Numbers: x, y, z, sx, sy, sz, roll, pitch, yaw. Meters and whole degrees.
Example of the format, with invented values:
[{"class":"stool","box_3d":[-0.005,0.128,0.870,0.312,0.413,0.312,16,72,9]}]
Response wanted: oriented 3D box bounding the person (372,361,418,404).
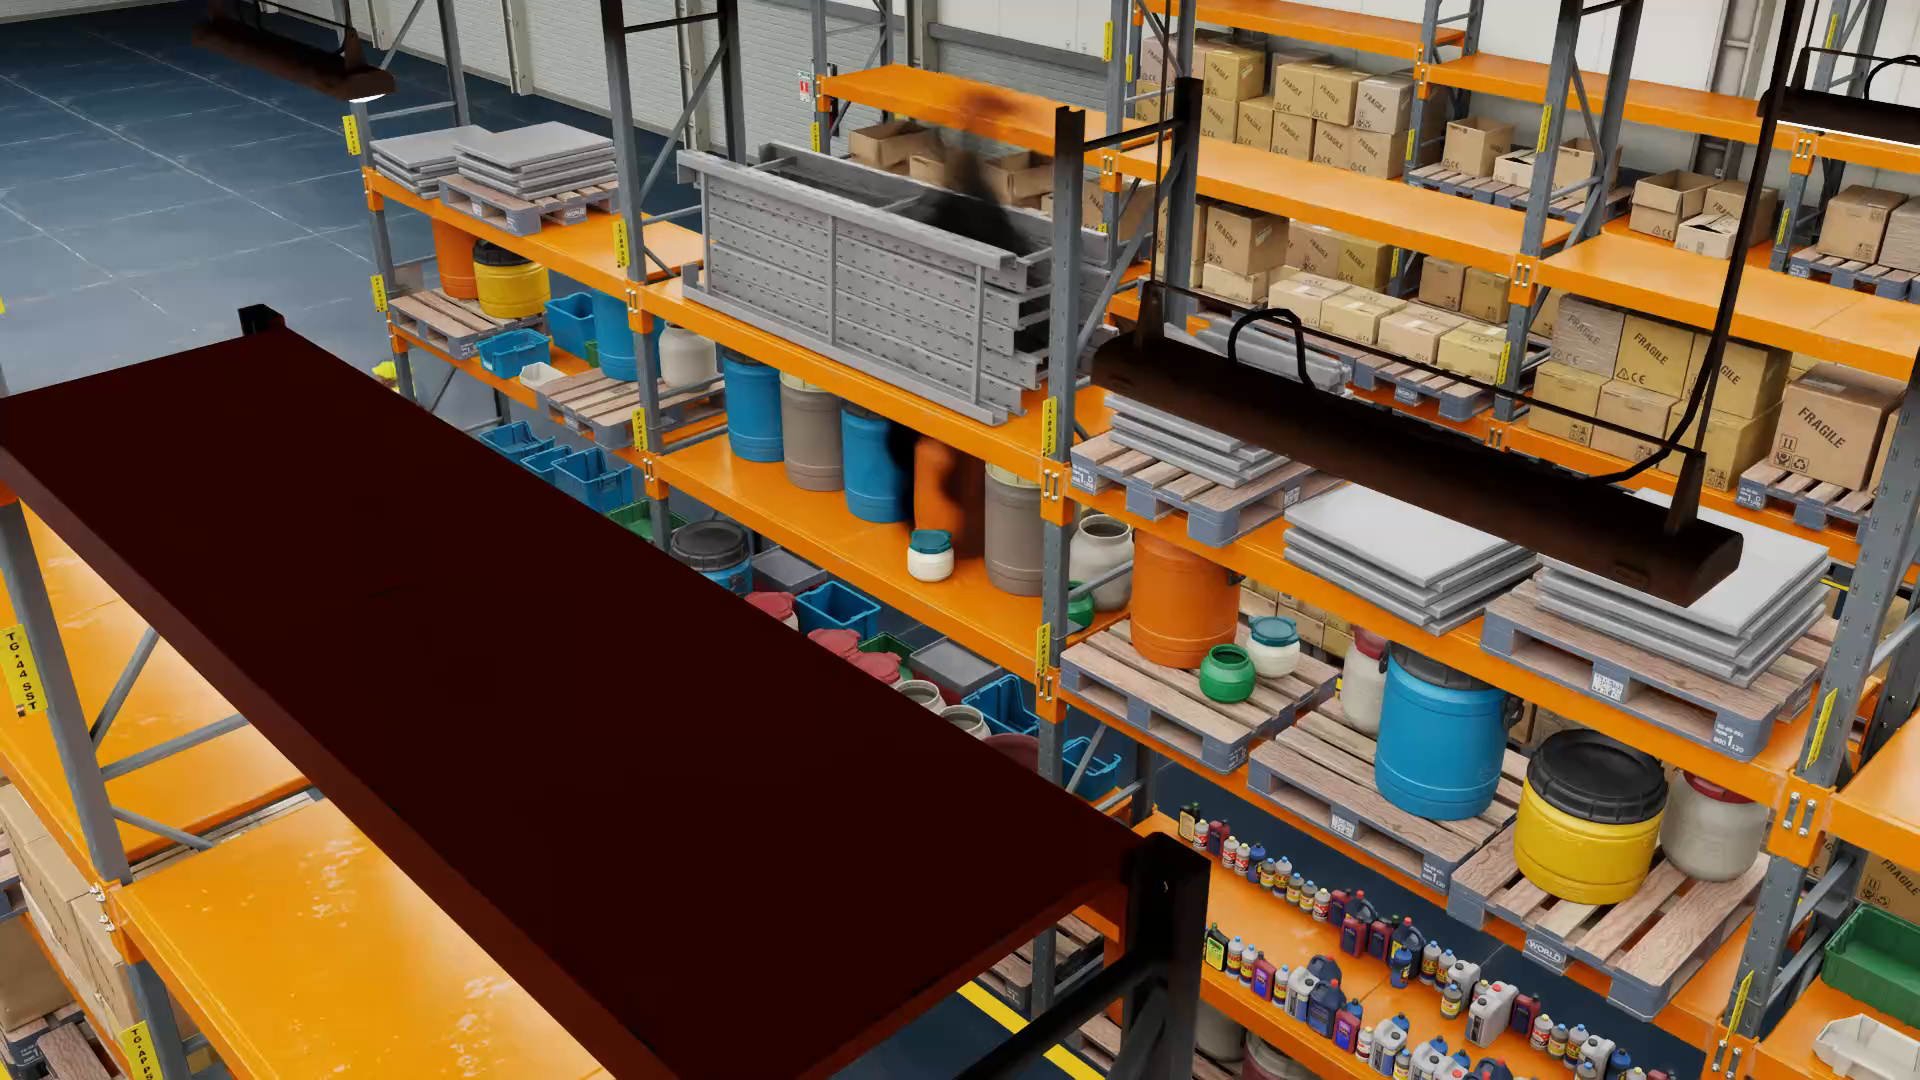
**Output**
[{"class":"person","box_3d":[-5.607,-1.001,16.920,0.635,1.735,0.715,-1,28,-3]}]
